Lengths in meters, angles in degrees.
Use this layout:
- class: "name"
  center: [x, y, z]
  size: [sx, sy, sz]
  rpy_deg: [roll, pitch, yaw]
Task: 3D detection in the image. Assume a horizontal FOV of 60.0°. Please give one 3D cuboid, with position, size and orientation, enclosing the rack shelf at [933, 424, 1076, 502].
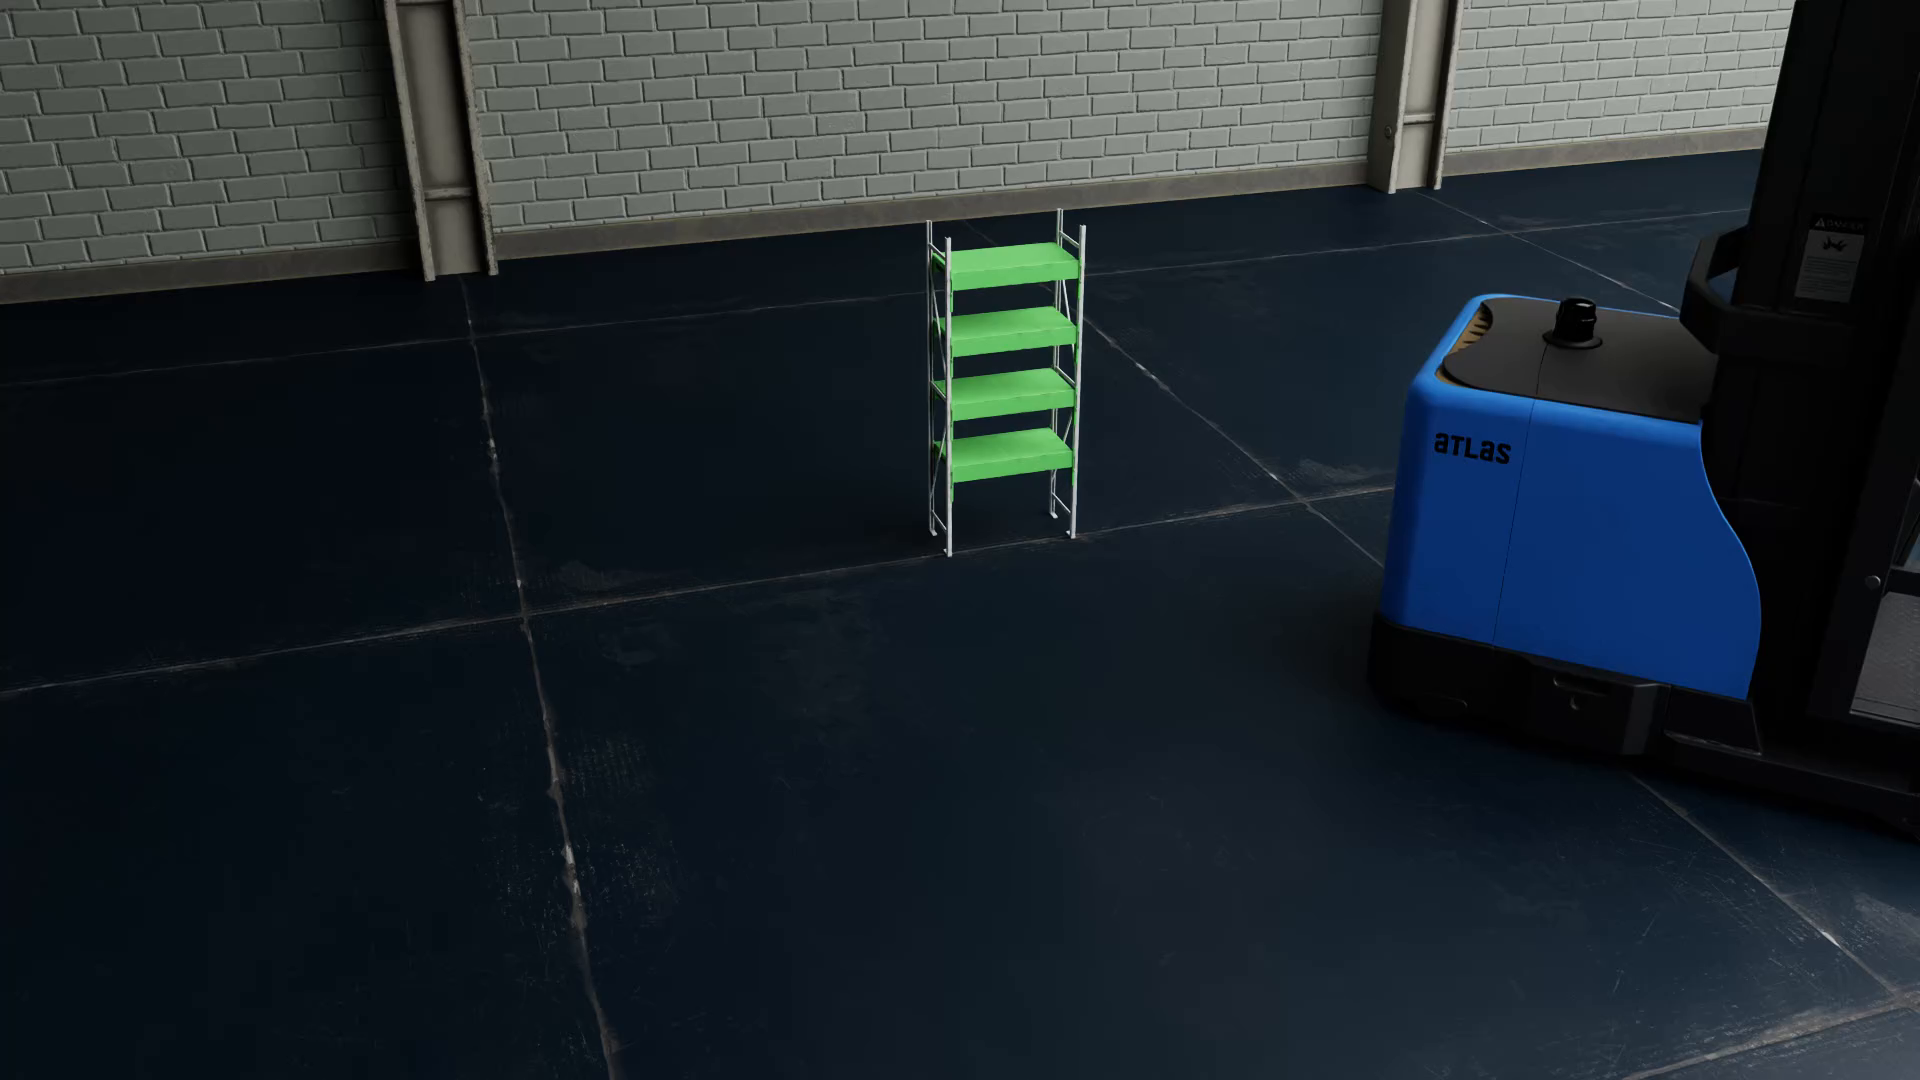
- class: "rack shelf"
  center: [0.157, -0.288, 6.164]
  size: [0.480, 0.148, 0.258]
  rpy_deg: [-8, 28, -16]

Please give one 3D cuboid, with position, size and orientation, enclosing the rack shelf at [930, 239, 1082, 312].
- class: "rack shelf"
  center: [0.157, -0.933, 5.844]
  size: [0.480, 0.148, 0.258]
  rpy_deg: [-8, 28, -16]

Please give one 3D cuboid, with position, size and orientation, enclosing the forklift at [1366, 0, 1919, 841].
- class: "forklift"
  center: [2.828, -0.699, 4.361]
  size: [3.031, 2.935, 1.130]
  rpy_deg: [12, 29, 23]

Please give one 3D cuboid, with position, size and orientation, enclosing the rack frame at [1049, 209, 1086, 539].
- class: "rack frame"
  center: [0.389, -0.594, 6.097]
  size: [0.015, 1.200, 0.240]
  rpy_deg: [-8, 28, -16]

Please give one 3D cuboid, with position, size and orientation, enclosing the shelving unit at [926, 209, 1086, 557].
- class: "shelving unit"
  center: [0.157, -0.560, 6.029]
  size: [0.503, 1.200, 0.258]
  rpy_deg: [-8, 28, -16]

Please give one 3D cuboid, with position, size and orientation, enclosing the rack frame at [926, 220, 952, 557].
- class: "rack frame"
  center: [-0.075, -0.527, 5.961]
  size: [0.015, 1.200, 0.240]
  rpy_deg: [-8, 28, -16]

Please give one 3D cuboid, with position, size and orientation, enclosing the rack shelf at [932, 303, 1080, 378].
- class: "rack shelf"
  center: [0.157, -0.718, 5.951]
  size: [0.480, 0.148, 0.258]
  rpy_deg: [-8, 28, -16]

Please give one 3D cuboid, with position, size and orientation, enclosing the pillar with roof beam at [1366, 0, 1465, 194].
- class: "pillar with roof beam"
  center: [4.246, -4.546, 5.287]
  size: [0.400, 9.000, 9.100]
  rpy_deg: [-8, 28, -16]

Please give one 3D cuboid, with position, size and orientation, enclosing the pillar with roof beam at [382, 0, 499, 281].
- class: "pillar with roof beam"
  center: [-1.459, -3.720, 3.622]
  size: [0.400, 9.000, 9.100]
  rpy_deg: [-8, 28, -16]

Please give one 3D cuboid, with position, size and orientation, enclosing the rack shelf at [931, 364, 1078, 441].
- class: "rack shelf"
  center: [0.157, -0.503, 6.058]
  size: [0.480, 0.148, 0.258]
  rpy_deg: [-8, 28, -16]
